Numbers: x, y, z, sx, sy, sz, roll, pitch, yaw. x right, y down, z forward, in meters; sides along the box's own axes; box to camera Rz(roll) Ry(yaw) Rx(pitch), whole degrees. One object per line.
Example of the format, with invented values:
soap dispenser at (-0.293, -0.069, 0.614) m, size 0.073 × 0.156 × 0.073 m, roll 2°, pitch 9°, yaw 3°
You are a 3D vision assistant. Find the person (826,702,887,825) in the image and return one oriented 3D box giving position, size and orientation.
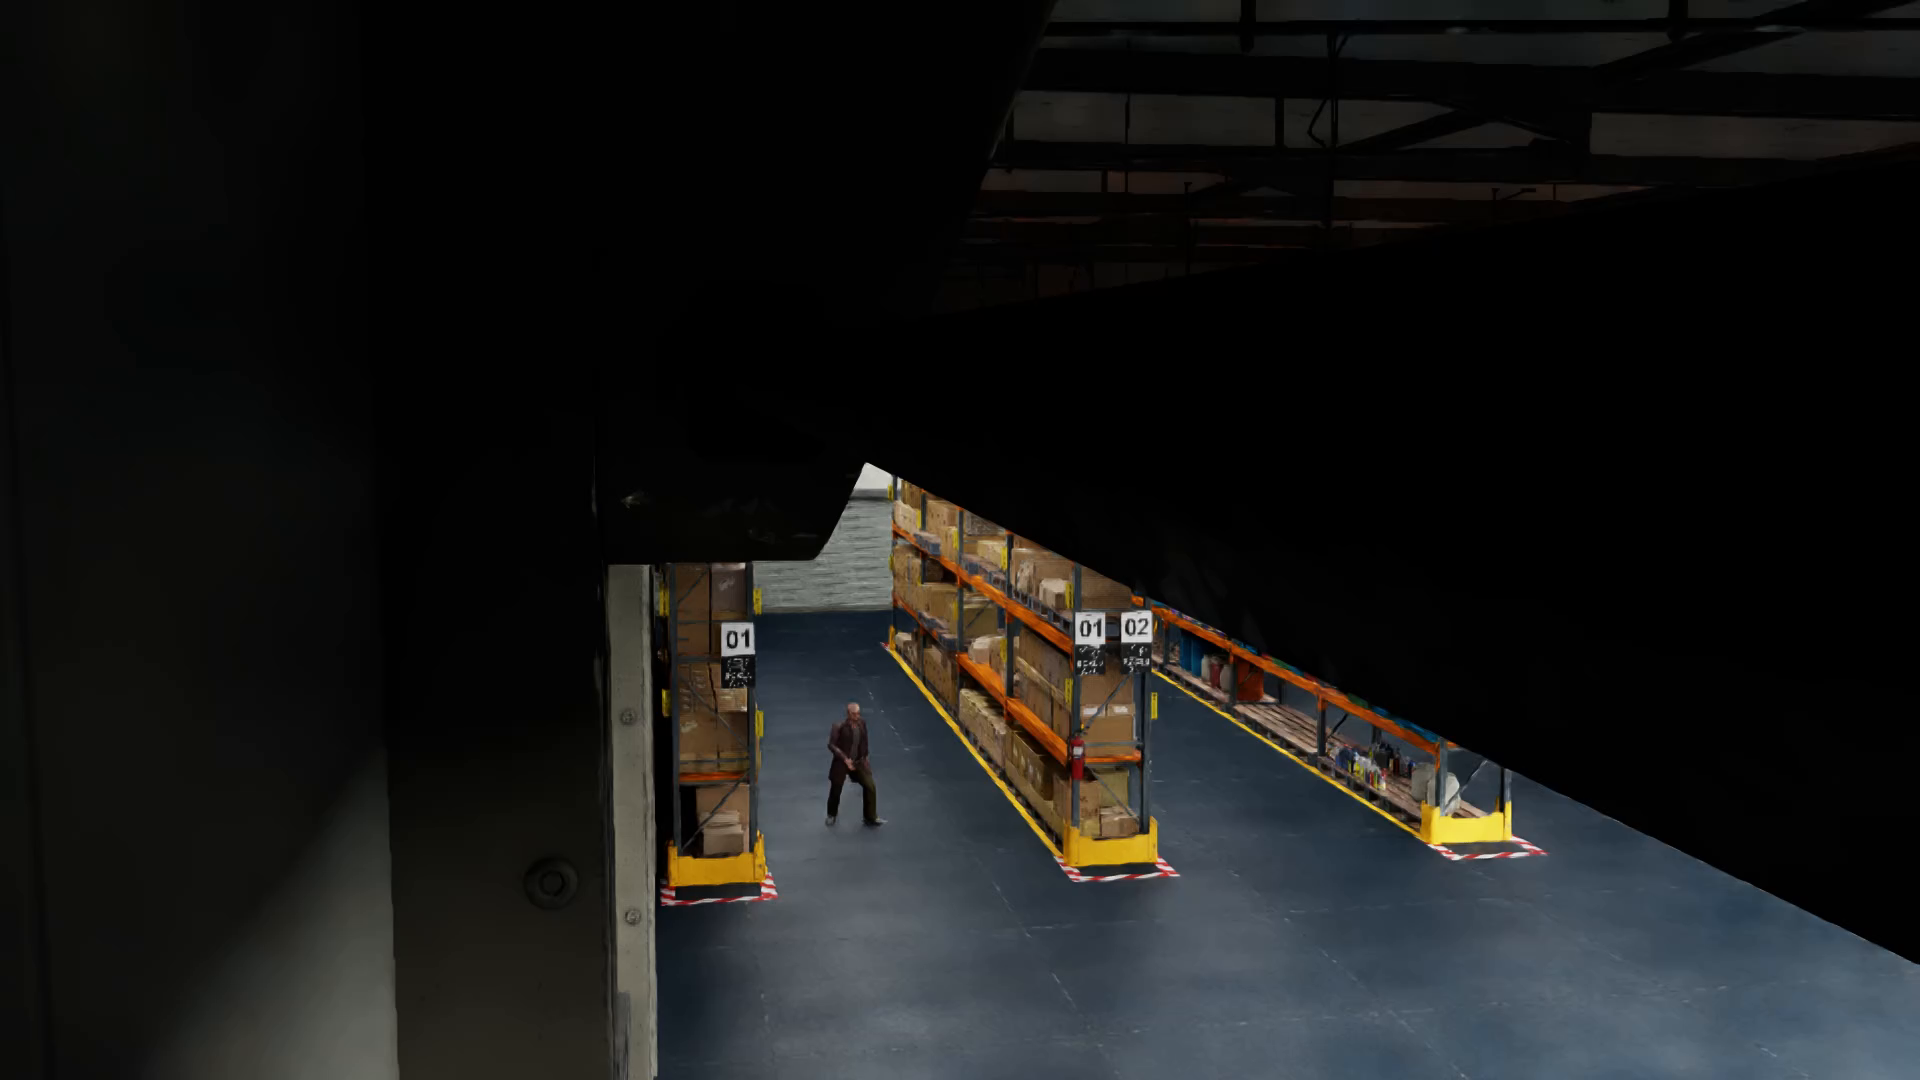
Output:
person at (-1.494, 3.084, 22.589) m, size 0.728 × 1.614 × 0.850 m, roll -4°, pitch 7°, yaw -30°

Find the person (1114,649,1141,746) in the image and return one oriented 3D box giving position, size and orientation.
person at (2.608, 2.509, 27.374) m, size 0.535 × 1.708 × 1.036 m, roll -2°, pitch 7°, yaw -19°
